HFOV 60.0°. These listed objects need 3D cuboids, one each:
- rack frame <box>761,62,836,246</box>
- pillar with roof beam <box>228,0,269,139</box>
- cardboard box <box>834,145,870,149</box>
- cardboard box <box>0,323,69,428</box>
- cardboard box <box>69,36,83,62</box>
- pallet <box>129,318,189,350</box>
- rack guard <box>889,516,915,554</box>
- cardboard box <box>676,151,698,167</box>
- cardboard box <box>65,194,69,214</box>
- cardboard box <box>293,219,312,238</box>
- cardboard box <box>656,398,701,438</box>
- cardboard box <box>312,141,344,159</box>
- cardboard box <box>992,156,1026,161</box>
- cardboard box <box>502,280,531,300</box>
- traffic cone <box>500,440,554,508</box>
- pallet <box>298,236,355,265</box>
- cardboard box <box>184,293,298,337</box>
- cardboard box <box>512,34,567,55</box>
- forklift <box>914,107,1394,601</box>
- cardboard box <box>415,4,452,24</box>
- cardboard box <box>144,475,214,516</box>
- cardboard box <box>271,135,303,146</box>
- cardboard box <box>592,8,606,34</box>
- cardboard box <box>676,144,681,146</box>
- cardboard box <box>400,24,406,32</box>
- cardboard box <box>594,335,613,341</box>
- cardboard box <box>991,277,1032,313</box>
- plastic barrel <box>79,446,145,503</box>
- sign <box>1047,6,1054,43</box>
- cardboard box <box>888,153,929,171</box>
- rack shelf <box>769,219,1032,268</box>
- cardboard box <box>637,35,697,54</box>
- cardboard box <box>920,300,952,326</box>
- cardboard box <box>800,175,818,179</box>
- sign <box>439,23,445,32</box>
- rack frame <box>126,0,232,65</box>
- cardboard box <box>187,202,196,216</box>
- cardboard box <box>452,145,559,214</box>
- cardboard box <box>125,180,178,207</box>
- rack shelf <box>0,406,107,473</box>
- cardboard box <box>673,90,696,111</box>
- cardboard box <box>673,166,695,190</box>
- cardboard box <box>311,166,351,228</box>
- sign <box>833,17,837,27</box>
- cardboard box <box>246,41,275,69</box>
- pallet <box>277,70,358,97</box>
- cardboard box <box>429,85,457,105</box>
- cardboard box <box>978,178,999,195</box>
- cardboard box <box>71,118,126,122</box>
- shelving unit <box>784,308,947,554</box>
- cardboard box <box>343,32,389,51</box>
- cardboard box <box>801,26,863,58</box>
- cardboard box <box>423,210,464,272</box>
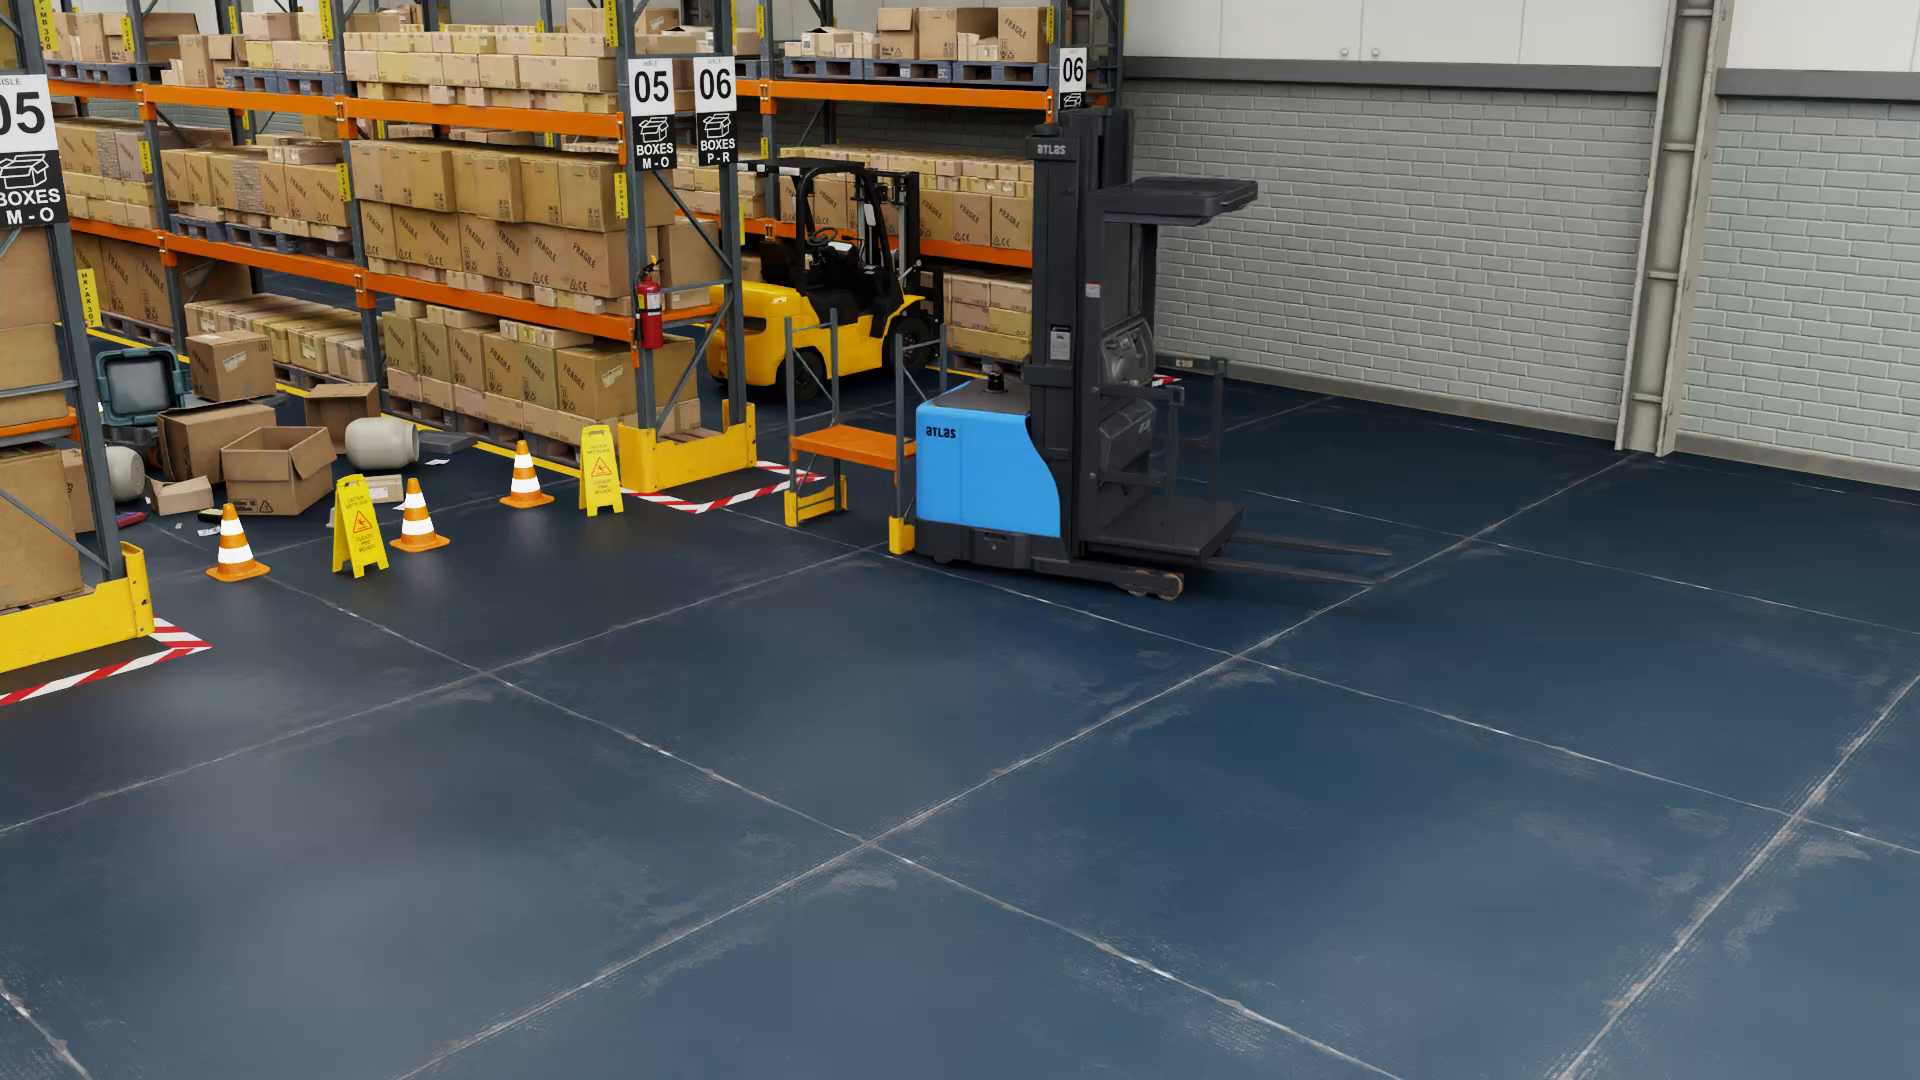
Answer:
[{"bbox_3d":[-1.787,-3.858,18.808,0.127,3.000,1.000,15,23,39],"label":"rack frame"},{"bbox_3d":[-15.038,-8.898,24.772,0.400,9.000,9.100,15,23,39],"label":"pillar with roof beam"},{"bbox_3d":[-1.187,-4.301,18.475,0.250,0.149,0.380,14,23,38],"label":"cardboard box"},{"bbox_3d":[-5.605,-0.926,9.324,0.550,0.550,0.875,15,23,39],"label":"cardboard box"},{"bbox_3d":[-9.333,-5.300,17.923,0.258,0.266,0.396,14,23,38],"label":"cardboard box"},{"bbox_3d":[-8.610,-2.383,18.772,1.213,0.211,1.003,15,23,39],"label":"pallet"},{"bbox_3d":[-0.273,-0.098,11.507,0.087,0.250,0.587,14,22,37],"label":"rack guard"},{"bbox_3d":[-3.165,-4.483,19.540,0.250,0.149,0.380,15,23,40],"label":"cardboard box"},{"bbox_3d":[-10.148,-3.911,19.223,0.500,0.250,0.500,15,23,39],"label":"cardboard box"},{"bbox_3d":[-6.049,-2.956,15.688,0.250,0.149,0.380,15,23,38],"label":"cardboard box"},{"bbox_3d":[-2.507,-1.045,13.797,0.500,0.250,0.500,15,23,39],"label":"cardboard box"},{"bbox_3d":[-6.077,-3.802,16.209,0.250,0.149,0.380,17,24,42],"label":"cardboard box"},{"bbox_3d":[0.540,-3.832,16.998,0.250,0.149,0.380,15,23,40],"label":"cardboard box"},{"bbox_3d":[-3.512,-2.079,13.618,0.250,0.149,0.380,15,23,39],"label":"cardboard box"},{"bbox_3d":[-3.265,-0.516,12.473,0.334,0.463,0.336,15,23,39],"label":"traffic cone"},{"bbox_3d":[-5.554,-2.829,15.884,1.213,0.211,1.003,15,23,39],"label":"pallet"},{"bbox_3d":[-7.655,-2.369,17.767,0.625,0.372,0.950,13,22,36],"label":"cardboard box"},{"bbox_3d":[-3.240,-3.843,12.900,0.250,0.149,0.380,15,23,39],"label":"cardboard box"},{"bbox_3d":[1.257,-1.201,10.550,3.031,2.935,1.130,8,19,23],"label":"forklift"},{"bbox_3d":[-7.276,-7.270,22.979,0.258,0.266,0.396,15,23,39],"label":"cardboard box"},{"bbox_3d":[-5.781,-0.362,12.314,0.396,0.266,0.258,-13,22,-36],"label":"cardboard box"},{"bbox_3d":[-10.224,-6.084,25.580,0.500,0.250,0.500,15,23,40],"label":"cardboard box"},{"bbox_3d":[-3.955,-6.107,19.912,0.500,0.500,0.700,14,23,38],"label":"cardboard box"},{"bbox_3d":[-3.604,-4.802,20.545,0.250,0.149,0.380,15,23,39],"label":"cardboard box"},{"bbox_3d":[-7.430,-6.906,22.520,0.250,0.149,0.380,14,23,38],"label":"cardboard box"},{"bbox_3d":[-2.919,-1.511,14.025,0.500,0.500,0.500,14,22,37],"label":"cardboard box"},{"bbox_3d":[0.653,-2.443,16.548,0.500,0.250,0.500,16,24,41],"label":"cardboard box"},{"bbox_3d":[-6.422,-0.485,12.440,0.512,0.421,0.421,-3,18,-8],"label":"plastic barrel"},{"bbox_3d":[0.834,-4.749,15.324,0.005,0.325,0.100,15,23,39],"label":"sign"},{"bbox_3d":[-0.531,-3.938,17.333,0.250,0.149,0.380,15,23,39],"label":"cardboard box"},{"bbox_3d":[-0.291,-3.113,17.652,4.000,0.370,1.077,15,23,39],"label":"rack shelf"},{"bbox_3d":[-2.217,-3.738,12.571,0.250,0.149,0.380,15,23,39],"label":"cardboard box"},{"bbox_3d":[-0.135,-2.411,17.276,0.500,0.250,0.500,14,23,38],"label":"cardboard box"},{"bbox_3d":[-1.528,-4.039,18.143,0.250,0.149,0.380,16,23,41],"label":"cardboard box"},{"bbox_3d":[-4.724,-4.534,15.127,0.005,0.325,0.100,15,23,39],"label":"sign"},{"bbox_3d":[-8.071,-6.397,16.891,0.127,3.000,1.000,15,23,39],"label":"rack frame"},{"bbox_3d":[-7.762,-3.446,17.232,0.250,0.149,0.380,13,22,36],"label":"cardboard box"},{"bbox_3d":[-3.718,-2.964,13.682,0.500,0.500,0.700,15,23,39],"label":"cardboard box"},{"bbox_3d":[-8.601,-3.744,17.870,0.500,0.250,0.500,15,23,39],"label":"cardboard box"},{"bbox_3d":[-6.793,-0.849,10.518,4.000,0.370,1.077,15,23,39],"label":"rack shelf"},{"bbox_3d":[-2.120,-3.381,12.762,0.250,0.149,0.380,15,23,39],"label":"cardboard box"},{"bbox_3d":[-3.092,-4.271,19.532,0.500,0.250,0.500,16,23,40],"label":"cardboard box"},{"bbox_3d":[-5.577,-3.164,15.272,0.500,0.500,0.500,15,23,38],"label":"cardboard box"},{"bbox_3d":[-1.420,-5.697,18.661,0.005,0.325,0.100,15,23,39],"label":"sign"},{"bbox_3d":[-6.368,-4.582,15.686,0.500,0.250,0.500,15,23,40],"label":"cardboard box"},{"bbox_3d":[-5.470,-4.222,15.309,1.003,0.211,1.213,15,23,39],"label":"pallet"},{"bbox_3d":[-4.102,-3.647,13.601,0.250,0.149,0.380,14,23,38],"label":"cardboard box"},{"bbox_3d":[0.395,-3.528,16.532,0.250,0.149,0.380,16,23,40],"label":"cardboard box"},{"bbox_3d":[-10.170,-4.729,19.737,0.500,0.500,0.500,16,23,40],"label":"cardboard box"},{"bbox_3d":[-0.660,-0.788,11.617,1.083,1.500,0.587,14,22,37],"label":"shelving unit"},{"bbox_3d":[-5.060,-4.287,14.299,0.250,0.149,0.380,15,23,38],"label":"cardboard box"},{"bbox_3d":[-1.326,-5.271,17.589,0.500,0.311,0.500,16,23,40],"label":"cardboard box"},{"bbox_3d":[-4.177,-2.573,14.102,0.500,0.500,0.500,15,23,39],"label":"cardboard box"}]
